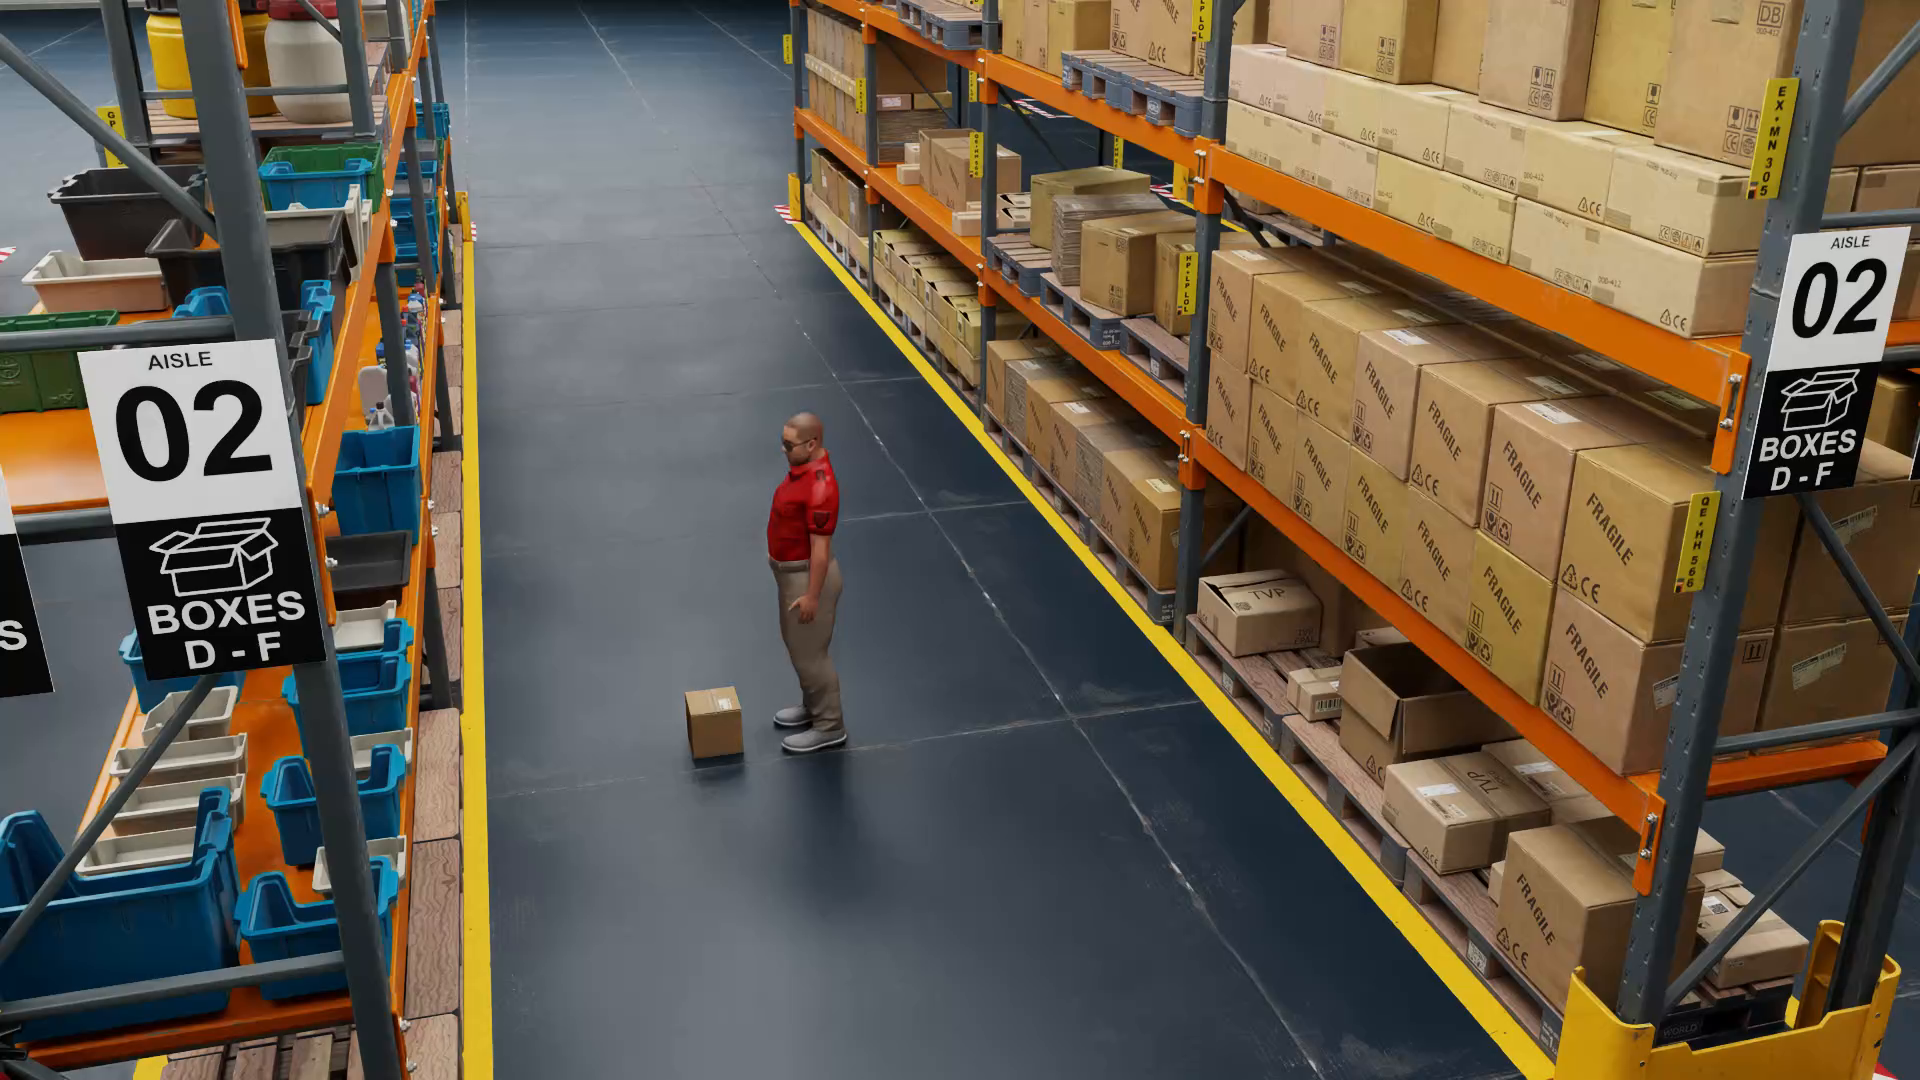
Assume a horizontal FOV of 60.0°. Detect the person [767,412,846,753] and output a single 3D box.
[{"bbox_3d":[-0.765,0.200,8.154,0.354,1.721,0.529,-6,23,-13],"label":"person"}]
